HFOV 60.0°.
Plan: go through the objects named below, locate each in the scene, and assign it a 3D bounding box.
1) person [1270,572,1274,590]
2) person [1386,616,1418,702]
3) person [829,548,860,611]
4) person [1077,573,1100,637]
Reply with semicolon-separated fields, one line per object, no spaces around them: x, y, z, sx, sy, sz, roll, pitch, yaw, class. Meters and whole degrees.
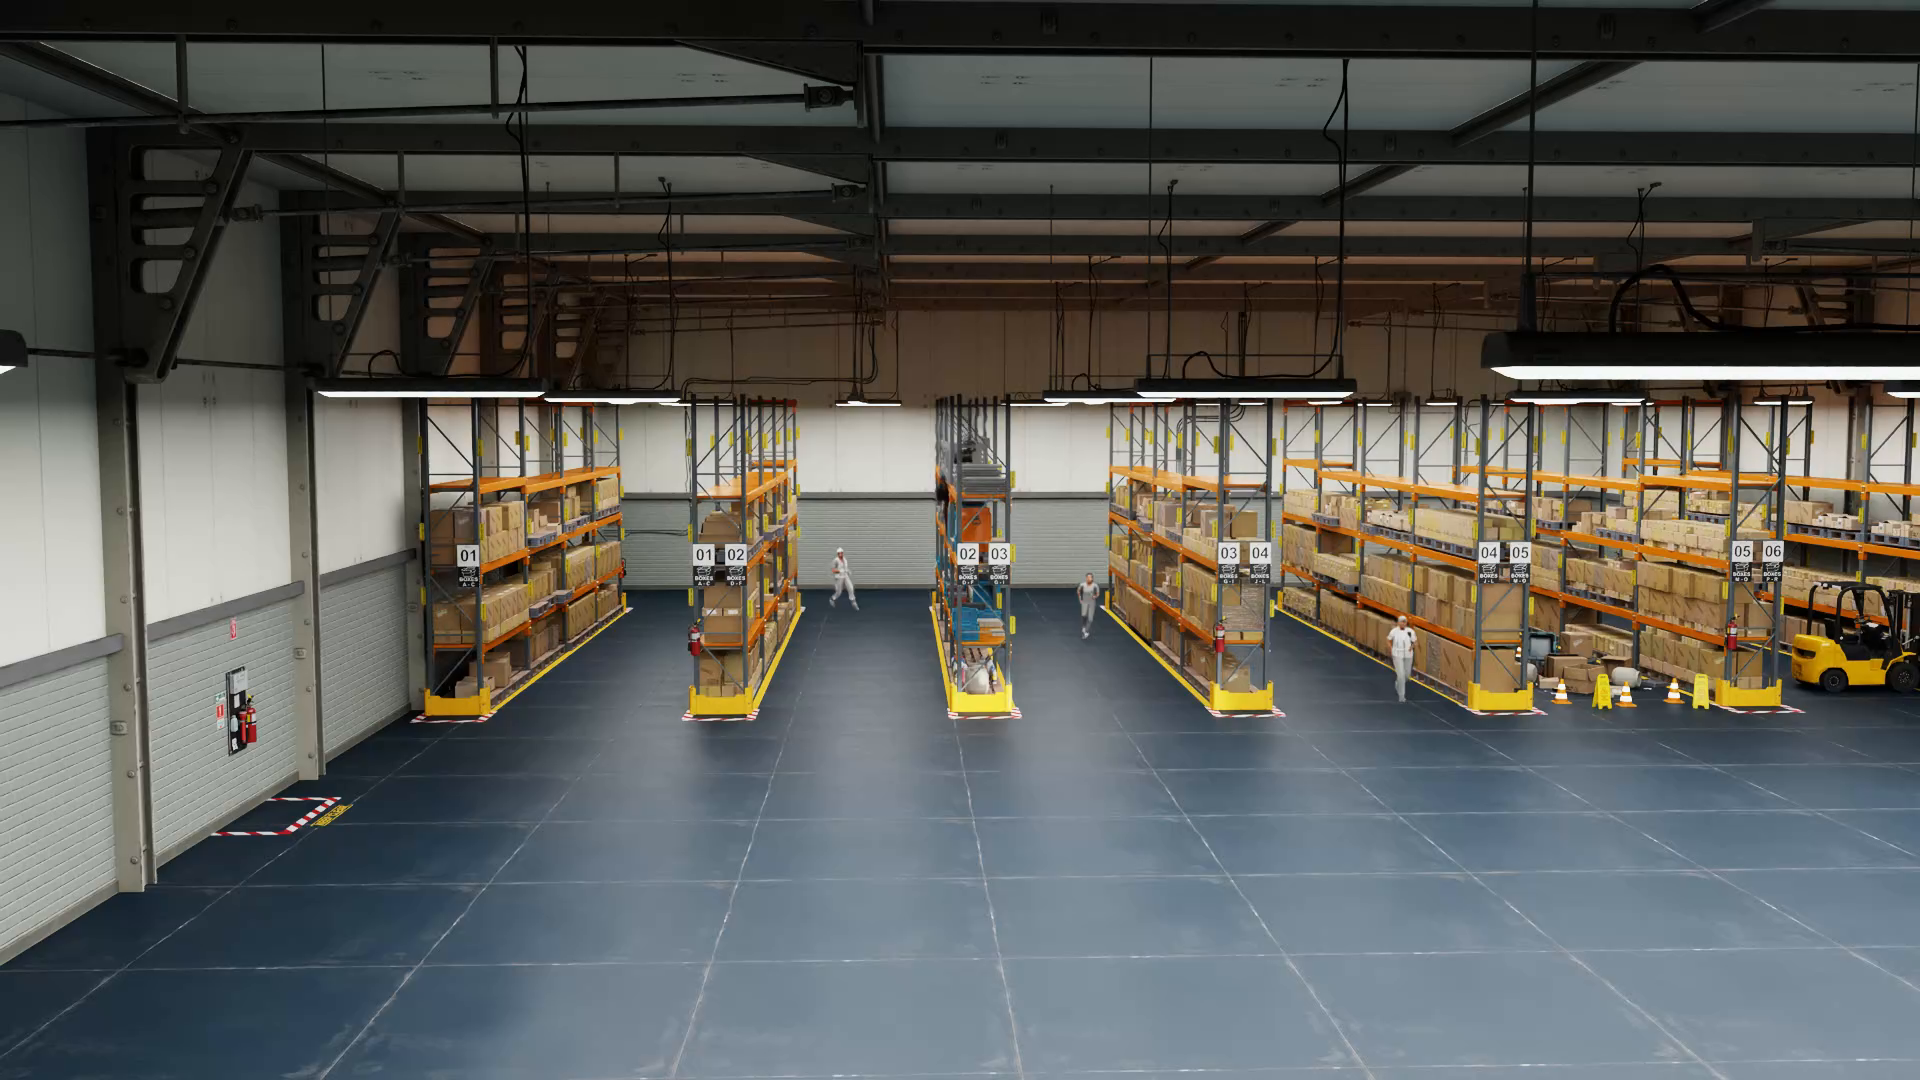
8.198;1.356;44.868;0.559;1.667;0.584;0;4;-1;person
8.747;2.323;32.854;0.595;1.673;0.768;0;4;2;person
-3.371;1.114;47.267;0.675;1.774;1.000;-4;6;-42;person
3.209;1.635;41.458;0.560;1.605;0.672;0;5;3;person
